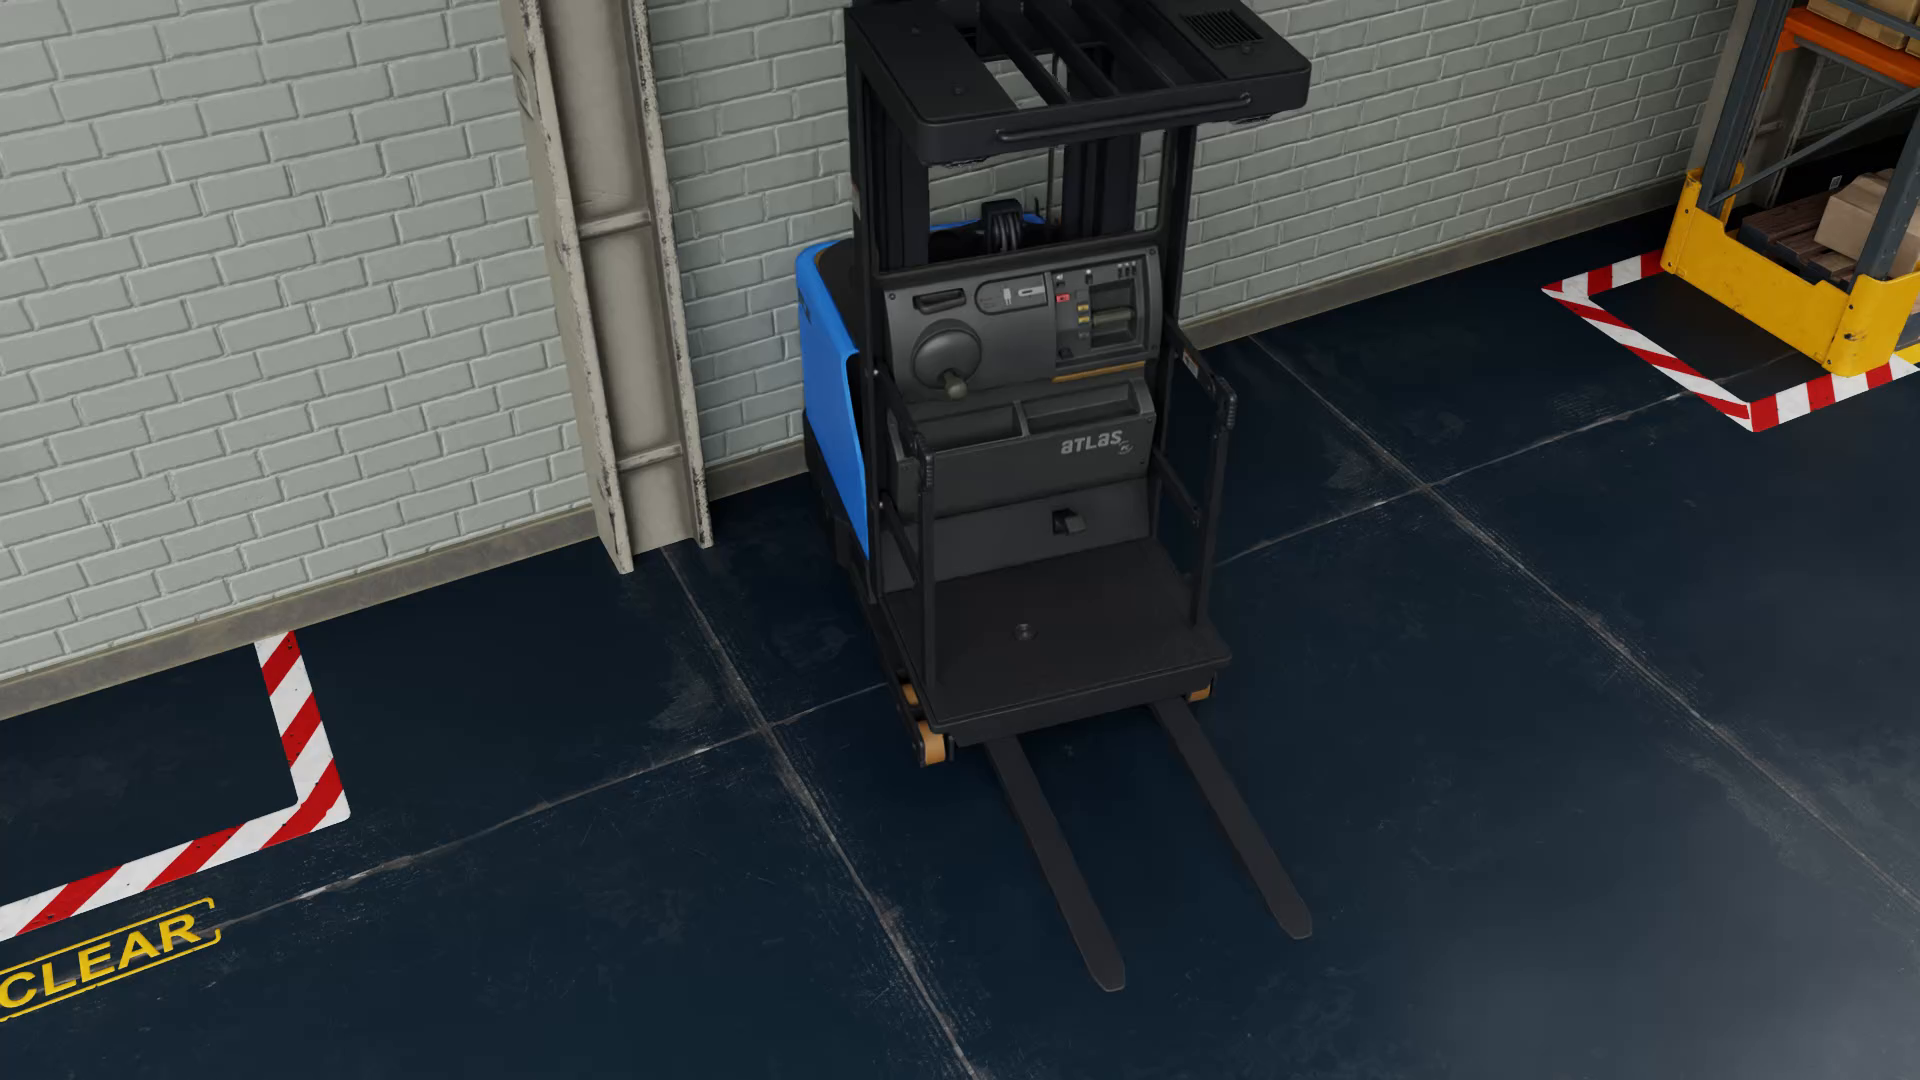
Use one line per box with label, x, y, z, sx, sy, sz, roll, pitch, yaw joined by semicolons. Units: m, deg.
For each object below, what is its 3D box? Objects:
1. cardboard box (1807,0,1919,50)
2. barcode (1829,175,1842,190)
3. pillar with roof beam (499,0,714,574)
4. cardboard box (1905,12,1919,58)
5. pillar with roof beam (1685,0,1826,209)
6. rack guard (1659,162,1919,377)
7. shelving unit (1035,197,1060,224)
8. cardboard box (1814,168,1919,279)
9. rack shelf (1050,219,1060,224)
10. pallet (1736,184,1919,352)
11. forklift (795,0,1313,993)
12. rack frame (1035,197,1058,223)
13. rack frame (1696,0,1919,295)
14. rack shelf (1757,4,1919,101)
cardboard box;4.187;-2.442;7.414;0.500;0.250;0.500;-18;43;-20
barcode;4.348;-1.775;8.259;0.075;0.075;0.001;-19;44;-21
pillar with roof beam;0.750;-0.978;0.940;0.400;9.000;9.100;-19;44;-21
cardboard box;4.441;-2.155;7.075;0.500;0.250;0.500;-20;44;-22
pillar with roof beam;6.072;-2.768;3.055;0.400;9.000;9.100;-19;44;-21
rack guard;3.929;-1.309;7.910;0.348;0.500;1.175;-19;44;-21
shelving unit;0.512;-0.998;7.099;0.252;1.050;0.215;-21;44;-14
cardboard box;4.517;-1.537;7.985;0.500;0.311;0.500;-24;46;-25
rack shelf;0.484;-1.198;6.915;0.240;0.259;0.215;-21;44;-14
pallet;4.666;-1.421;8.266;1.213;0.211;1.003;-19;44;-21
forklift;0.282;-0.627;5.222;1.130;2.935;3.031;-12;42;-14
rack frame;0.401;-0.956;7.069;0.008;1.050;0.200;-21;44;-14
rack frame;3.862;-2.241;7.076;0.127;3.000;1.000;-19;44;-21
rack shelf;5.636;-2.563;8.013;4.000;0.370;1.077;-19;44;-21
